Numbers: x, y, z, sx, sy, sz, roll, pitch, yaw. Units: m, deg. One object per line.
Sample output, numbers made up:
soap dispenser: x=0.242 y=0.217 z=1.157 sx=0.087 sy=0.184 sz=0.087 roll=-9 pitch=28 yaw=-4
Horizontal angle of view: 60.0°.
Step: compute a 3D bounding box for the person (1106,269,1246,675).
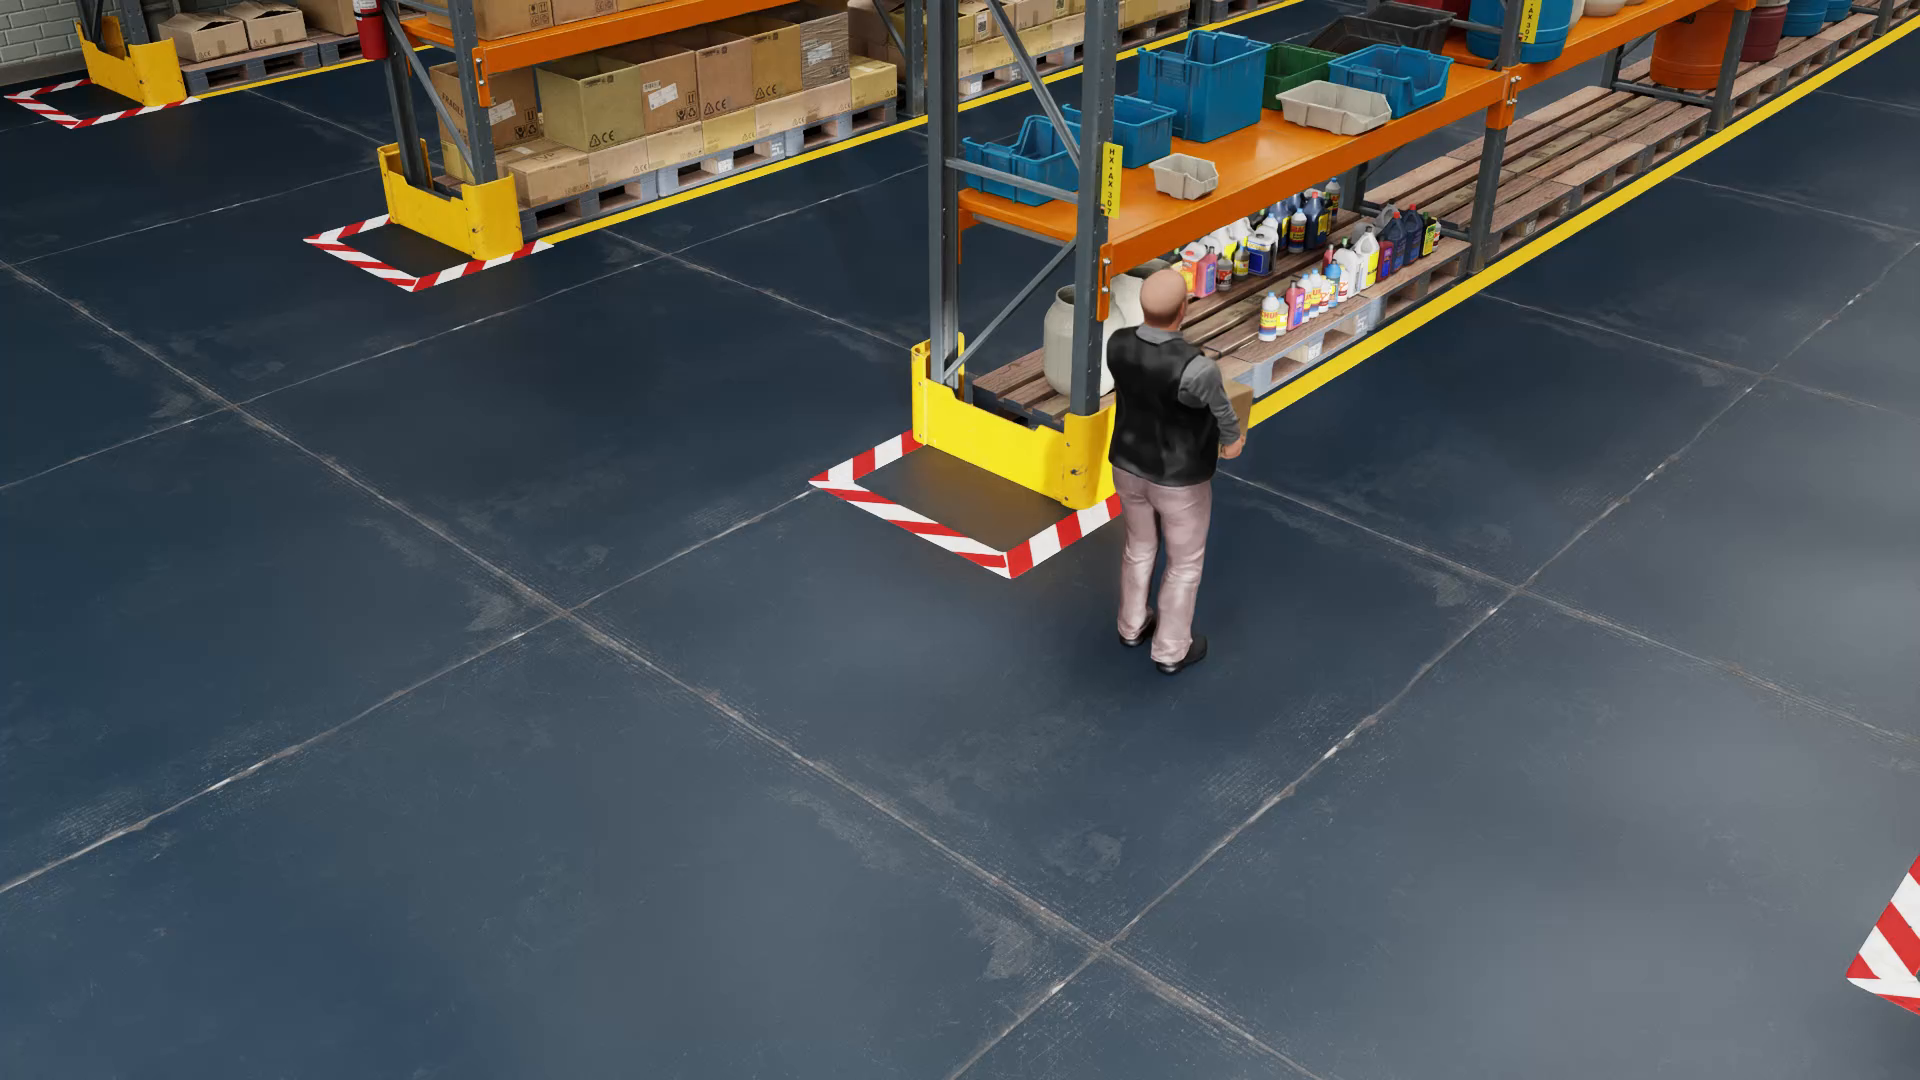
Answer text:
person: x=0.855 y=-0.307 z=6.672 sx=0.495 sy=1.717 sz=0.546 roll=26 pitch=39 yaw=36
